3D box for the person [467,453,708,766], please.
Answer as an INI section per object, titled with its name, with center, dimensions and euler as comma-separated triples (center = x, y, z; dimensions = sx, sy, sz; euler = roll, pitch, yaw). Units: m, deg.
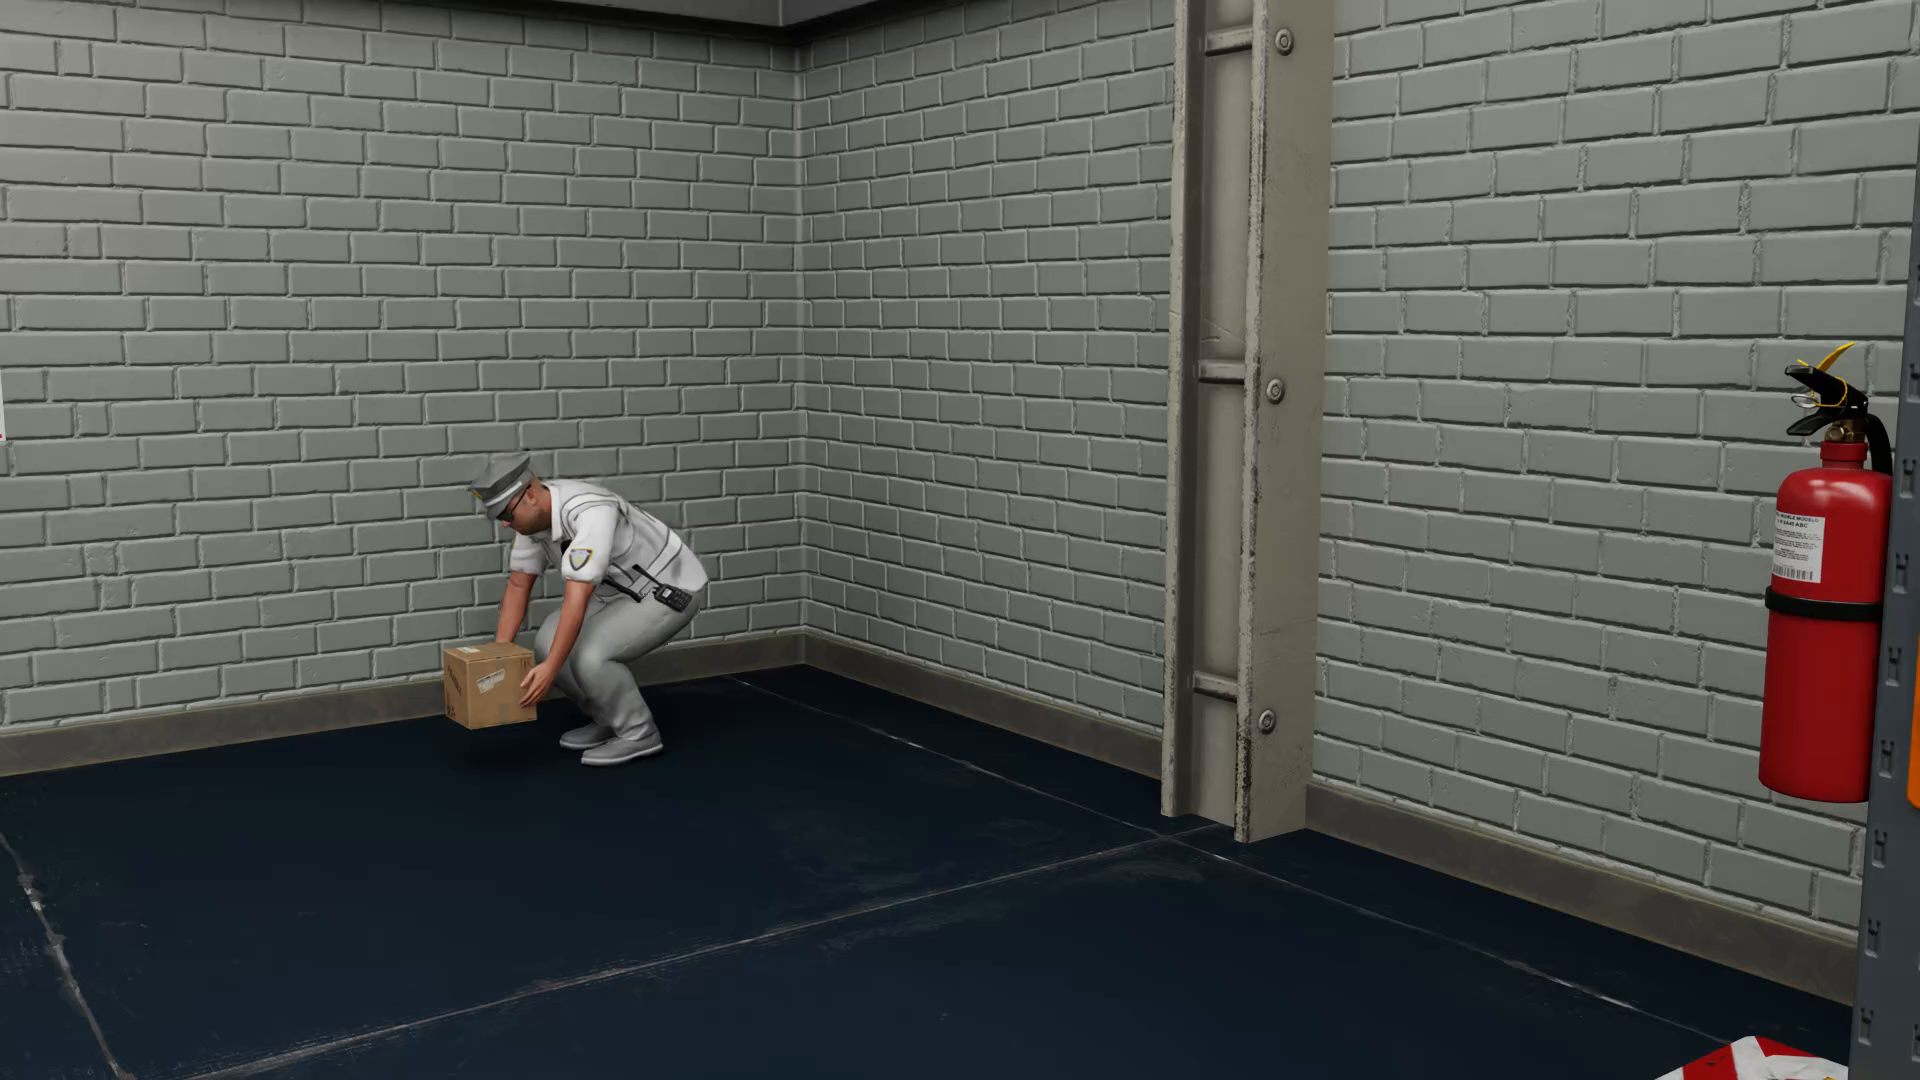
[person]
center = -1.372, 0.244, 6.182
dimensions = 0.903, 1.165, 0.577
euler = -6, 10, -36
